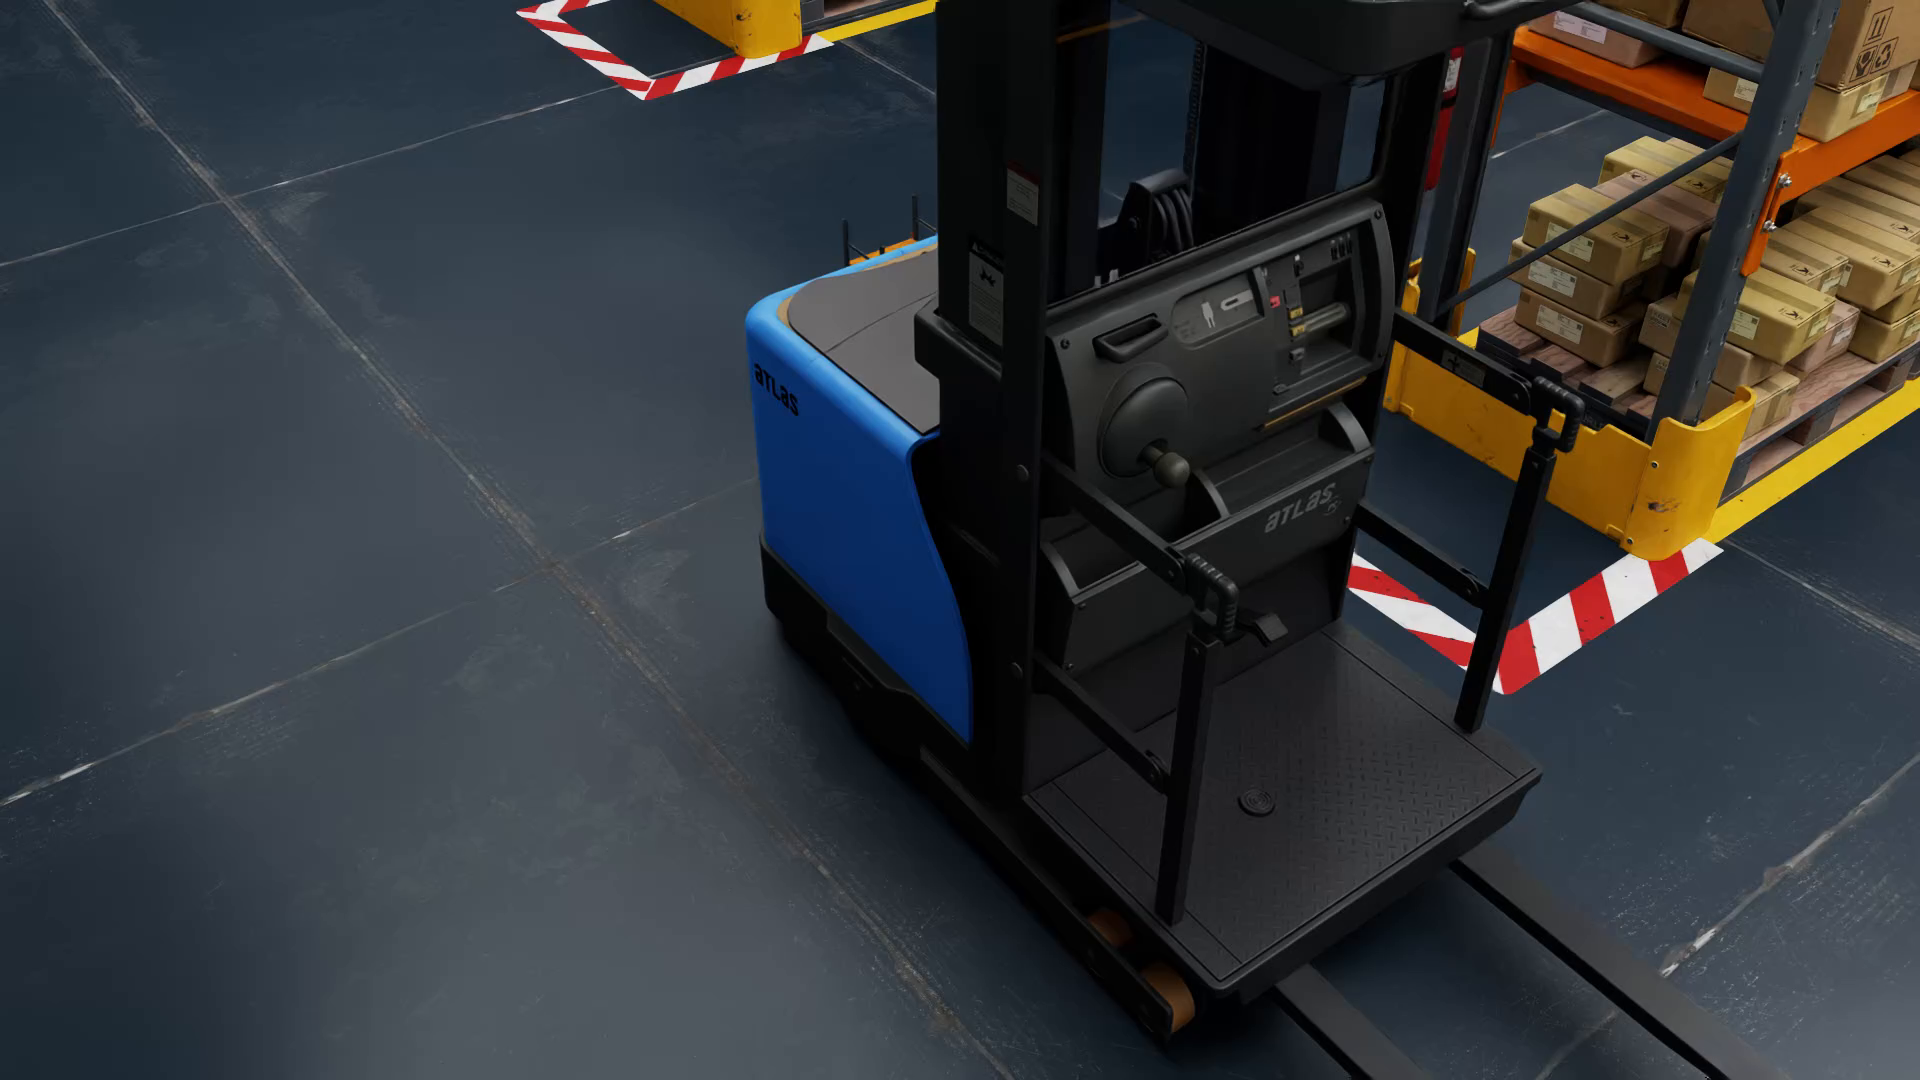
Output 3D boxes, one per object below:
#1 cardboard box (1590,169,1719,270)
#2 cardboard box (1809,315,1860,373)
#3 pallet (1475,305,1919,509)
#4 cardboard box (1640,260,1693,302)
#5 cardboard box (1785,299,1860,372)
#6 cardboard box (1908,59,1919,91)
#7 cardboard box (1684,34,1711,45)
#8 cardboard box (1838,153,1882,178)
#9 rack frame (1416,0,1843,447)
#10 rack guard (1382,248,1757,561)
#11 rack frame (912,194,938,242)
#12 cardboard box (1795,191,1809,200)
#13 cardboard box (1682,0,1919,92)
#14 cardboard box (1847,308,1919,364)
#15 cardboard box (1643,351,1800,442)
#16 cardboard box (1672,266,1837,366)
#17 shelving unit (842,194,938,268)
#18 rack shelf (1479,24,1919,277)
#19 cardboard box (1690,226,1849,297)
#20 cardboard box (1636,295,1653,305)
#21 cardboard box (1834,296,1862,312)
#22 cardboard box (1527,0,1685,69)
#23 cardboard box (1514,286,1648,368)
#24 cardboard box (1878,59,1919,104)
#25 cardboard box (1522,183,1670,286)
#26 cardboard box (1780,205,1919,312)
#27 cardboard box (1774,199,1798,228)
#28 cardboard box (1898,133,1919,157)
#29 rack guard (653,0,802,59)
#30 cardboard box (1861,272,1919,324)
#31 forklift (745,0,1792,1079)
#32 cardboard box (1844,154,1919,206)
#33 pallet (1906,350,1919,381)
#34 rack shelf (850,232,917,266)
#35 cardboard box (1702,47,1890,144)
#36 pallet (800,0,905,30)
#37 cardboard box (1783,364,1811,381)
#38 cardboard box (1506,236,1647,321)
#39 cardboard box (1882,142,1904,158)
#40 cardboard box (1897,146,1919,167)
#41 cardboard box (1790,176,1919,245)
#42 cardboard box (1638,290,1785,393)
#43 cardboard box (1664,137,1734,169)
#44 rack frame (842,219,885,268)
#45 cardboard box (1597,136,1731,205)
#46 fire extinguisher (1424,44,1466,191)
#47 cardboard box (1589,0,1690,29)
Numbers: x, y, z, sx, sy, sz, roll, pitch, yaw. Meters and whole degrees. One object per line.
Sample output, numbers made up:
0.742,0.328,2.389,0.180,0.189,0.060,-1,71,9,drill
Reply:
2.366,-1.098,5.670,0.250,0.149,0.380,-25,46,-27,cardboard box
2.828,-0.751,5.717,0.250,0.149,0.380,-25,46,-28,cardboard box
2.593,-0.655,5.882,1.213,0.211,1.003,-26,46,-28,pallet
2.352,-1.004,5.791,0.250,0.149,0.380,-27,47,-29,cardboard box
2.690,-0.733,5.461,0.250,0.149,0.380,-26,46,-28,cardboard box
2.746,-1.467,4.871,0.250,0.149,0.380,-27,47,-29,cardboard box
2.173,-1.655,5.101,0.250,0.149,0.380,-26,46,-28,cardboard box
3.194,-1.508,6.170,0.250,0.149,0.380,-28,47,-29,cardboard box
1.867,-1.407,4.600,0.127,3.000,1.000,-26,46,-28,rack frame
1.927,-0.470,5.429,0.348,0.500,1.175,-26,46,-28,rack guard
-0.075,-0.544,5.086,0.008,1.050,0.200,-26,46,-28,rack frame
2.925,-1.338,6.198,0.250,0.149,0.380,-25,46,-27,cardboard box
2.391,-1.595,4.516,0.500,0.500,0.500,-24,45,-26,cardboard box
3.097,-0.794,5.770,0.250,0.149,0.380,-25,46,-28,cardboard box
2.477,-0.509,5.422,0.250,0.149,0.380,-25,46,-27,cardboard box
2.489,-0.729,5.221,0.250,0.149,0.380,-28,47,-30,cardboard box
-0.173,-0.498,5.029,0.252,1.050,0.215,-26,46,-28,shelving unit
3.453,-1.902,5.771,4.000,0.370,1.077,-26,46,-28,rack shelf
2.635,-0.896,5.425,0.250,0.149,0.380,-25,46,-27,cardboard box
2.299,-0.926,5.930,0.250,0.149,0.380,-25,45,-27,cardboard box
2.830,-0.872,5.630,0.250,0.149,0.380,-25,46,-28,cardboard box
1.953,-1.578,5.007,0.250,0.149,0.380,-26,46,-28,cardboard box
2.157,-0.776,5.747,0.250,0.149,0.380,-25,46,-27,cardboard box
2.500,-1.390,4.777,0.250,0.149,0.380,-24,45,-27,cardboard box
2.132,-1.029,5.587,0.250,0.149,0.380,-25,46,-28,cardboard box
2.912,-0.929,5.465,0.250,0.149,0.380,-26,46,-28,cardboard box
2.798,-1.184,6.010,0.250,0.149,0.380,-27,46,-29,cardboard box
3.662,-1.393,6.030,0.250,0.149,0.380,-26,46,-28,cardboard box
-1.249,-2.882,8.369,0.348,0.500,1.175,-26,46,-28,rack guard
3.100,-0.917,5.685,0.250,0.149,0.380,-25,45,-27,cardboard box
0.701,-0.345,3.360,1.130,2.935,3.031,-25,46,-27,forklift
3.284,-1.169,5.757,0.250,0.149,0.380,-24,45,-27,cardboard box
3.559,-1.123,6.453,1.213,0.211,1.003,-26,46,-28,pallet
-0.173,-0.709,4.856,0.240,0.259,0.215,-26,46,-28,rack shelf
2.323,-1.270,4.632,0.250,0.149,0.380,-26,46,-28,cardboard box
-0.643,-3.128,8.896,1.213,0.211,1.003,-26,46,-28,pallet
2.635,-0.651,5.595,0.250,0.149,0.380,-26,46,-28,cardboard box
2.111,-0.930,5.701,0.250,0.149,0.380,-27,47,-29,cardboard box
3.552,-1.631,6.555,0.250,0.149,0.380,-26,46,-28,cardboard box
3.521,-1.248,5.853,0.250,0.149,0.380,-25,46,-27,cardboard box
3.059,-1.066,5.633,0.250,0.149,0.380,-28,47,-30,cardboard box
2.439,-0.656,5.366,0.250,0.149,0.380,-24,45,-26,cardboard box
2.738,-1.330,5.954,0.250,0.149,0.380,-28,47,-30,cardboard box
-0.270,-0.451,4.972,0.008,1.050,0.200,-26,46,-28,rack frame
2.494,-1.262,5.870,0.250,0.149,0.380,-27,46,-29,cardboard box
1.386,-1.368,4.907,0.183,0.674,0.296,-26,46,-28,fire extinguisher
2.066,-1.864,4.844,0.500,0.500,0.500,-25,46,-27,cardboard box
